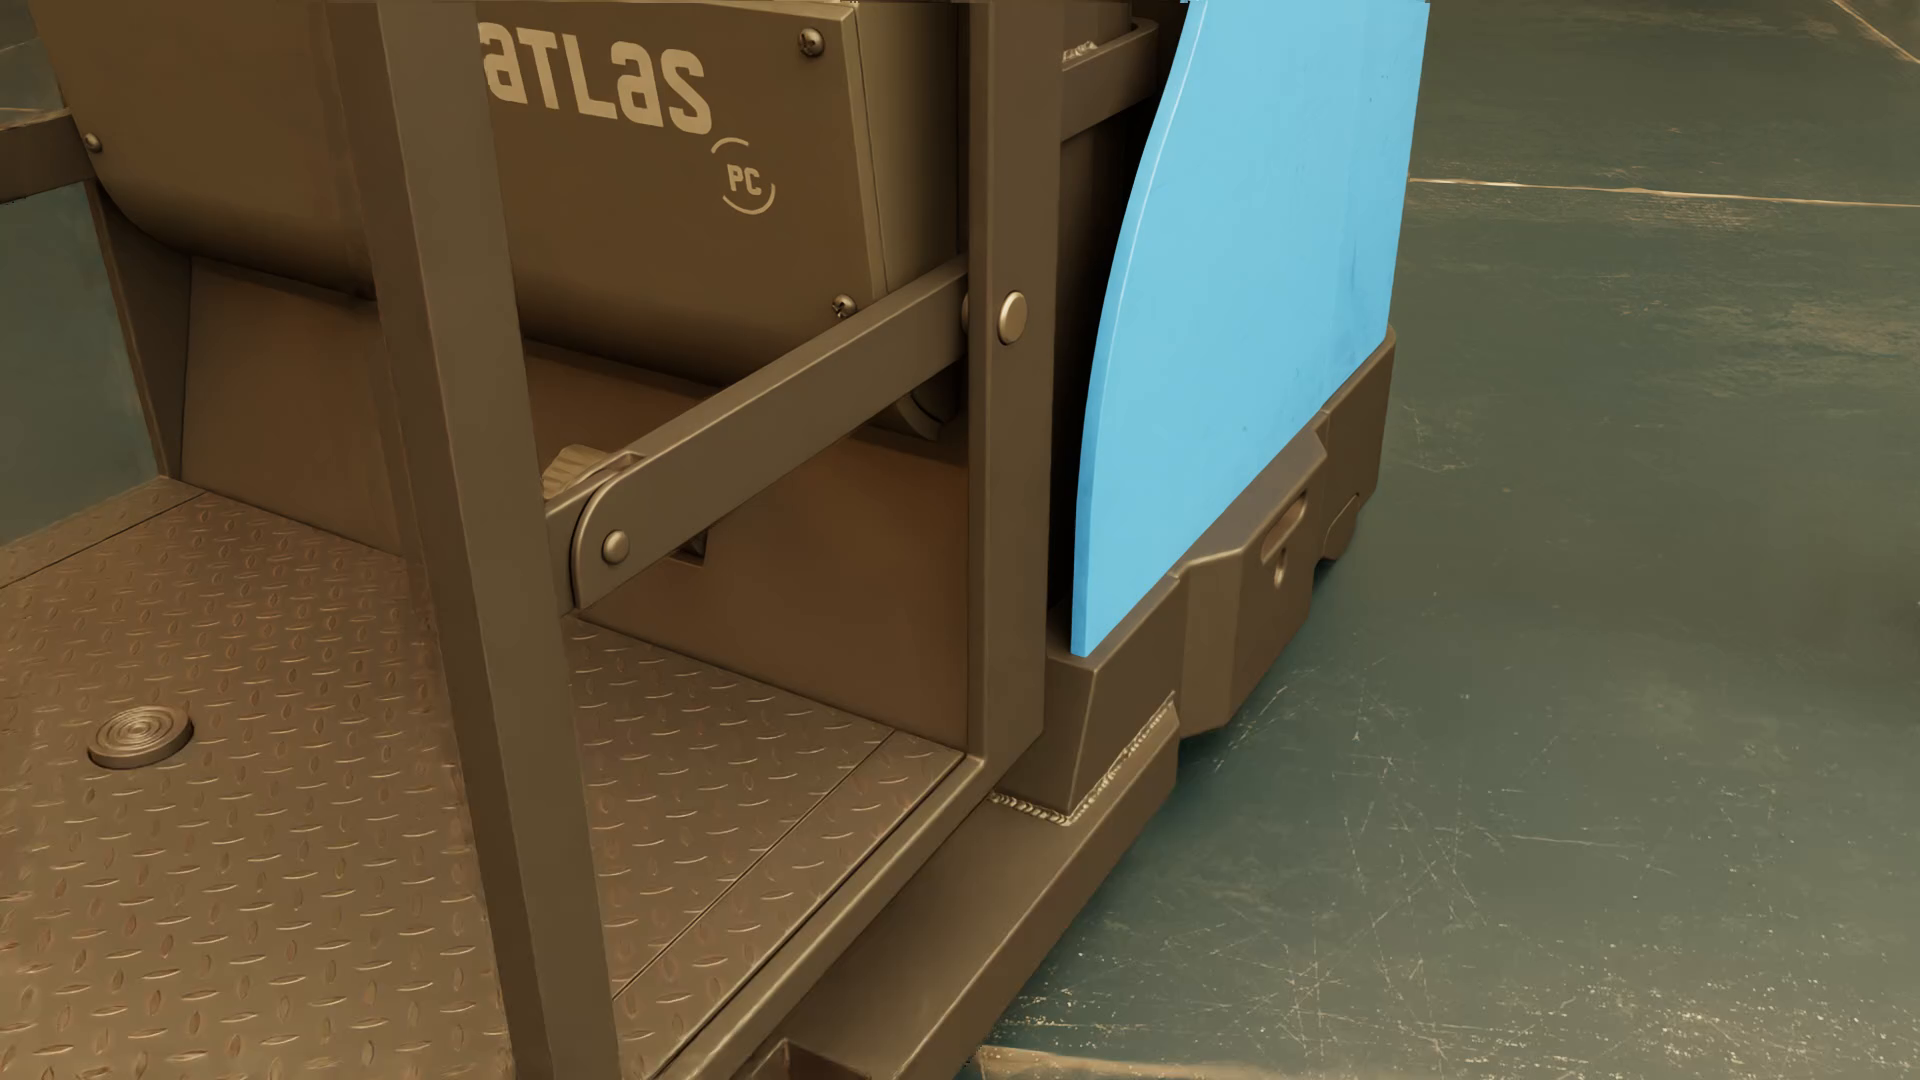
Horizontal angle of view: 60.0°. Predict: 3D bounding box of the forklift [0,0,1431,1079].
[{"bbox_3d":[-0.546,-0.826,0.967,1.130,2.935,3.031,16,33,26],"label":"forklift"}]
